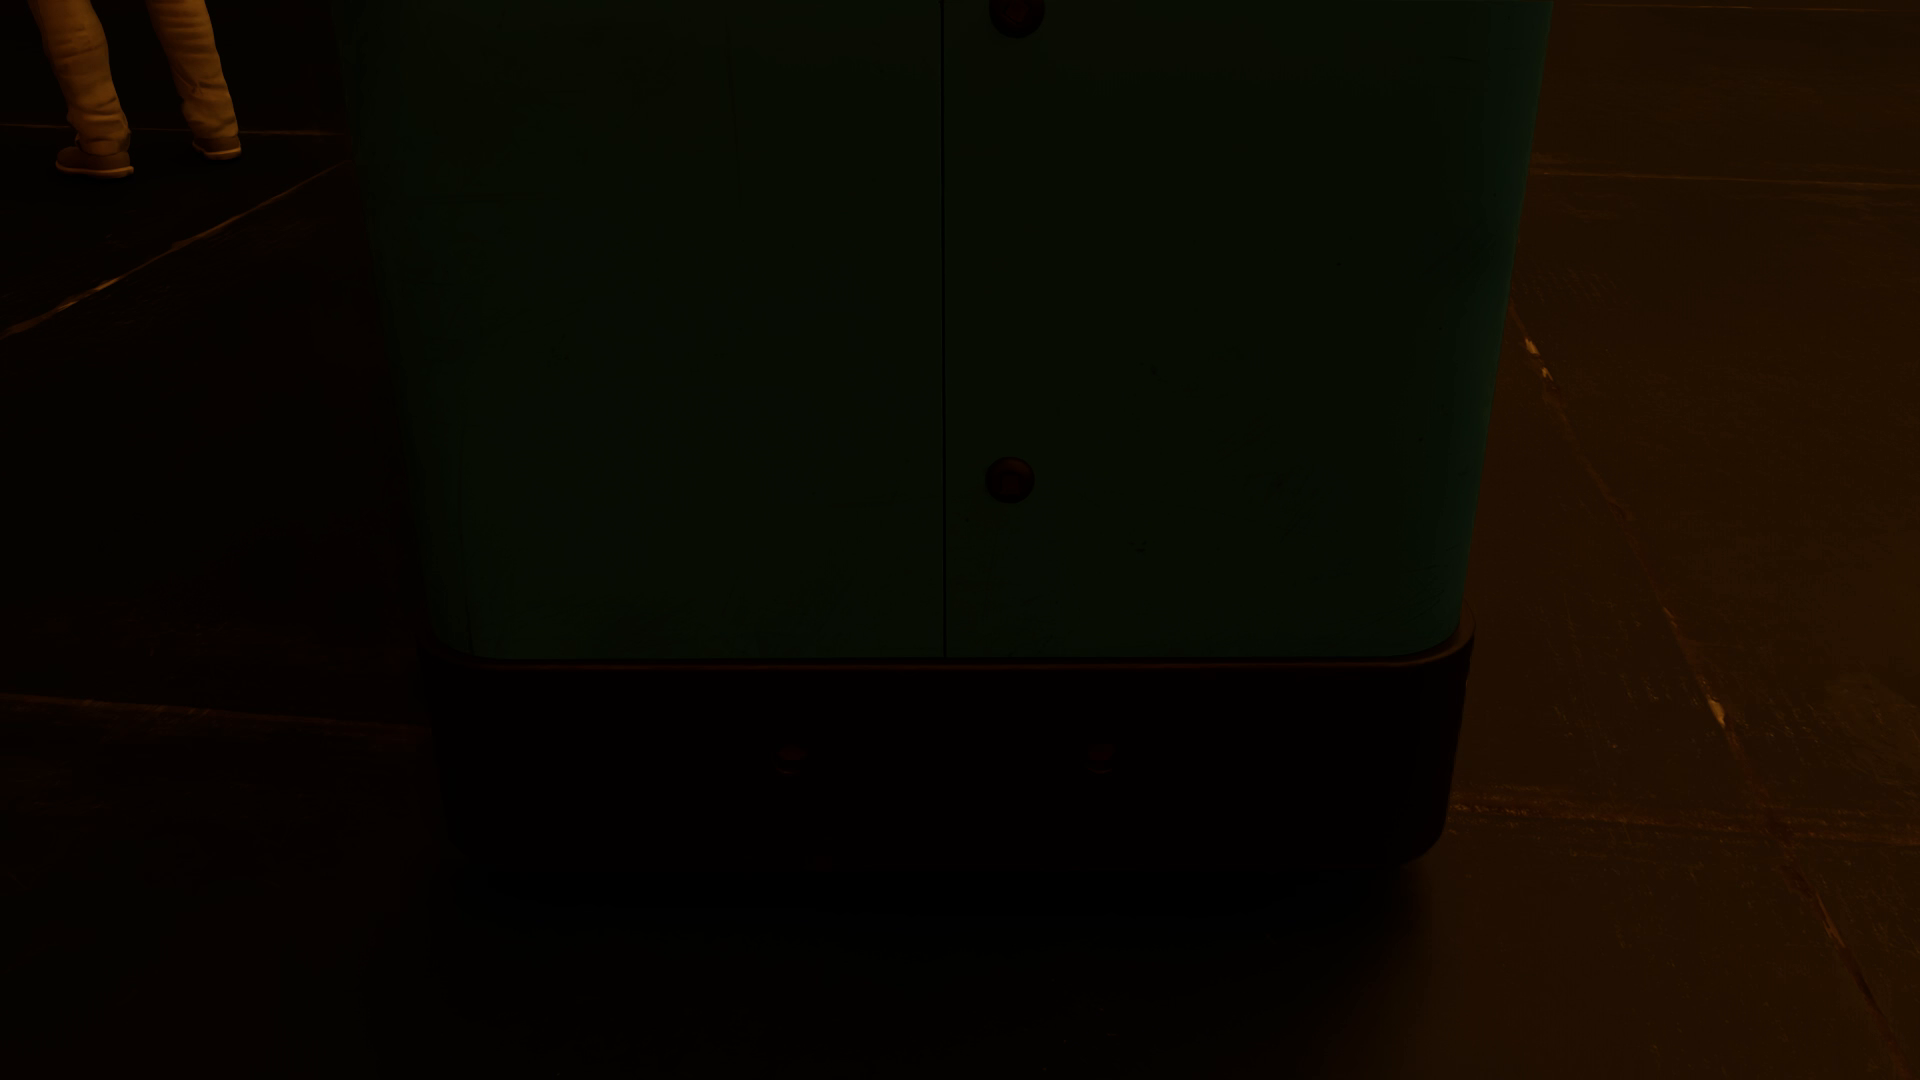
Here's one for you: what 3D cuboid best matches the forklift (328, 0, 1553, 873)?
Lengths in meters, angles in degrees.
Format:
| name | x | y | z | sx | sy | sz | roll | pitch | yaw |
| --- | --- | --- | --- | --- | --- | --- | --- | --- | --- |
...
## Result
| name | x | y | z | sx | sy | sz | roll | pitch | yaw |
| --- | --- | --- | --- | --- | --- | --- | --- | --- | --- |
| forklift | -0.022 | -1.590 | 2.404 | 1.130 | 2.935 | 3.031 | 0 | 27 | 0 |

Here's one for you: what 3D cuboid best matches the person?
| name | x | y | z | sx | sy | sz | roll | pitch | yaw |
| --- | --- | --- | --- | --- | --- | --- | --- | --- | --- |
| person | -2.215 | -1.770 | 4.187 | 0.547 | 1.664 | 0.470 | -24 | 35 | -39 |
